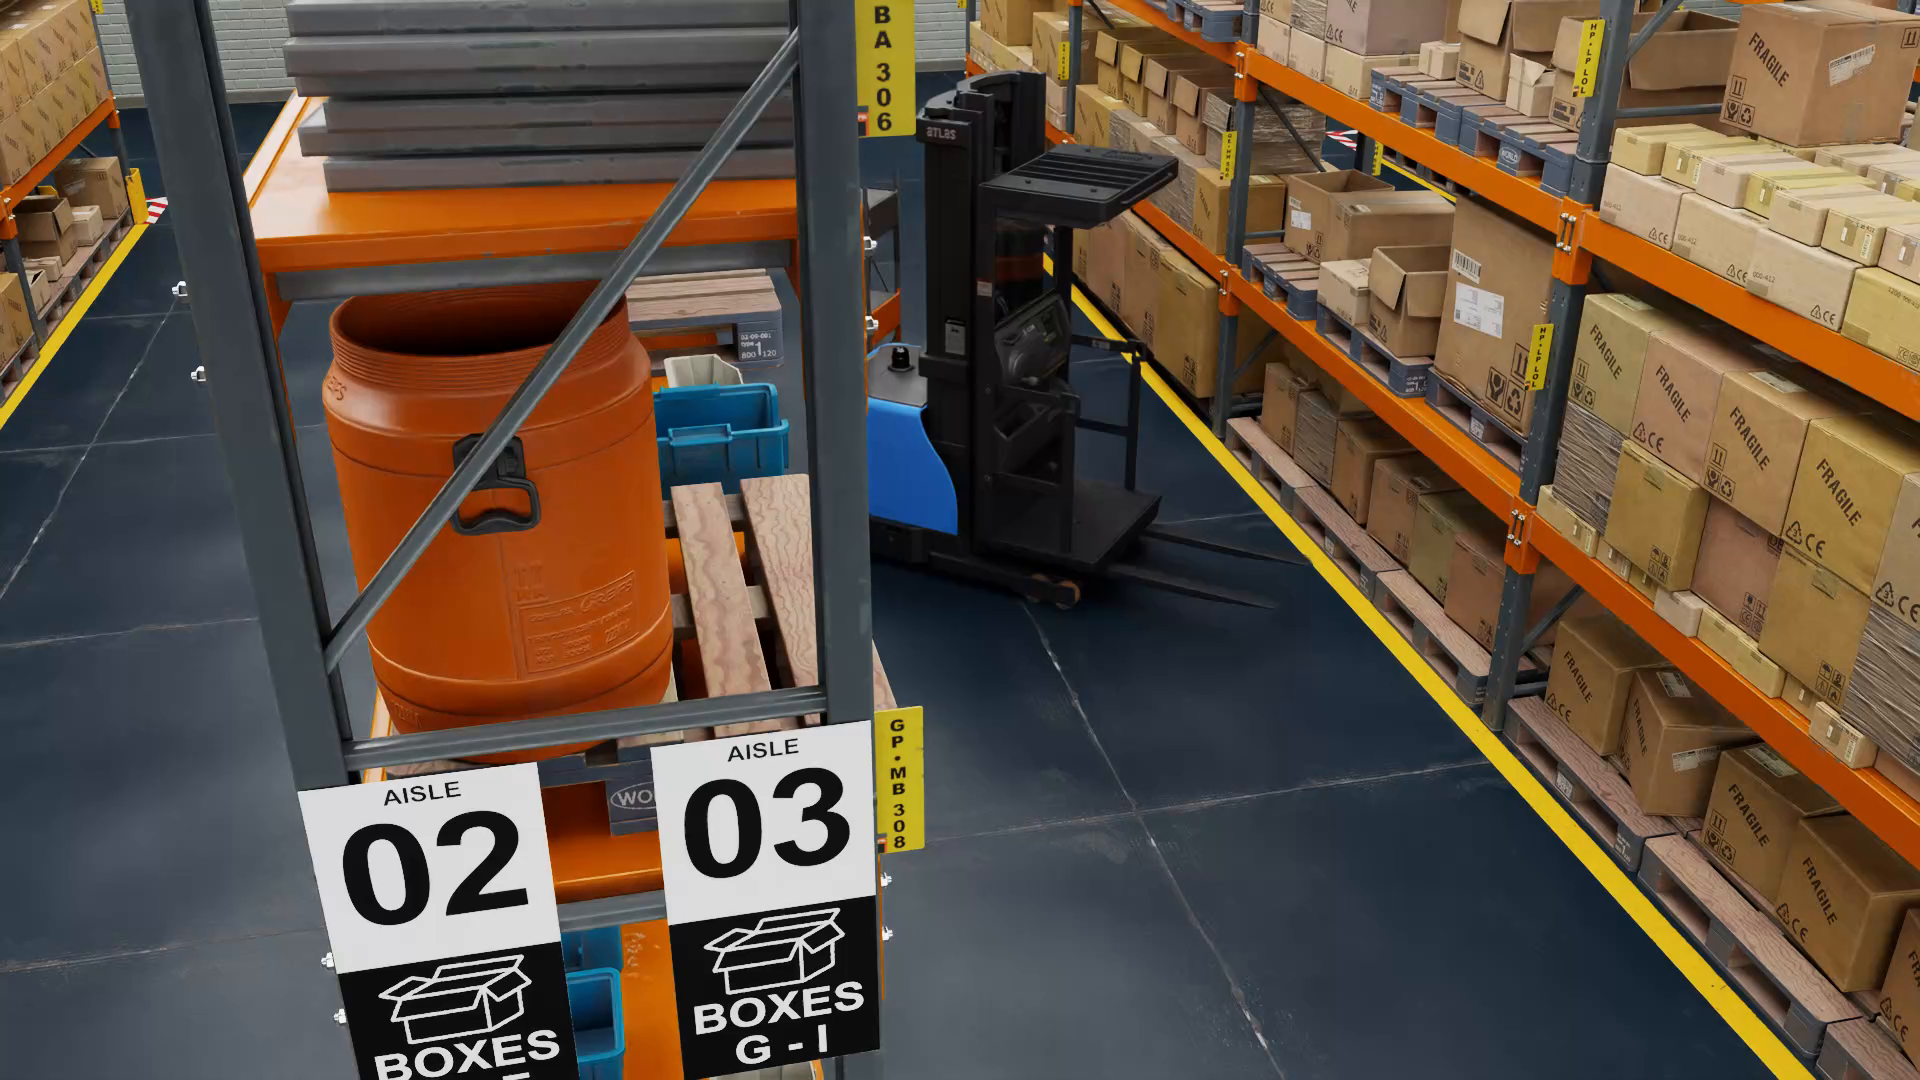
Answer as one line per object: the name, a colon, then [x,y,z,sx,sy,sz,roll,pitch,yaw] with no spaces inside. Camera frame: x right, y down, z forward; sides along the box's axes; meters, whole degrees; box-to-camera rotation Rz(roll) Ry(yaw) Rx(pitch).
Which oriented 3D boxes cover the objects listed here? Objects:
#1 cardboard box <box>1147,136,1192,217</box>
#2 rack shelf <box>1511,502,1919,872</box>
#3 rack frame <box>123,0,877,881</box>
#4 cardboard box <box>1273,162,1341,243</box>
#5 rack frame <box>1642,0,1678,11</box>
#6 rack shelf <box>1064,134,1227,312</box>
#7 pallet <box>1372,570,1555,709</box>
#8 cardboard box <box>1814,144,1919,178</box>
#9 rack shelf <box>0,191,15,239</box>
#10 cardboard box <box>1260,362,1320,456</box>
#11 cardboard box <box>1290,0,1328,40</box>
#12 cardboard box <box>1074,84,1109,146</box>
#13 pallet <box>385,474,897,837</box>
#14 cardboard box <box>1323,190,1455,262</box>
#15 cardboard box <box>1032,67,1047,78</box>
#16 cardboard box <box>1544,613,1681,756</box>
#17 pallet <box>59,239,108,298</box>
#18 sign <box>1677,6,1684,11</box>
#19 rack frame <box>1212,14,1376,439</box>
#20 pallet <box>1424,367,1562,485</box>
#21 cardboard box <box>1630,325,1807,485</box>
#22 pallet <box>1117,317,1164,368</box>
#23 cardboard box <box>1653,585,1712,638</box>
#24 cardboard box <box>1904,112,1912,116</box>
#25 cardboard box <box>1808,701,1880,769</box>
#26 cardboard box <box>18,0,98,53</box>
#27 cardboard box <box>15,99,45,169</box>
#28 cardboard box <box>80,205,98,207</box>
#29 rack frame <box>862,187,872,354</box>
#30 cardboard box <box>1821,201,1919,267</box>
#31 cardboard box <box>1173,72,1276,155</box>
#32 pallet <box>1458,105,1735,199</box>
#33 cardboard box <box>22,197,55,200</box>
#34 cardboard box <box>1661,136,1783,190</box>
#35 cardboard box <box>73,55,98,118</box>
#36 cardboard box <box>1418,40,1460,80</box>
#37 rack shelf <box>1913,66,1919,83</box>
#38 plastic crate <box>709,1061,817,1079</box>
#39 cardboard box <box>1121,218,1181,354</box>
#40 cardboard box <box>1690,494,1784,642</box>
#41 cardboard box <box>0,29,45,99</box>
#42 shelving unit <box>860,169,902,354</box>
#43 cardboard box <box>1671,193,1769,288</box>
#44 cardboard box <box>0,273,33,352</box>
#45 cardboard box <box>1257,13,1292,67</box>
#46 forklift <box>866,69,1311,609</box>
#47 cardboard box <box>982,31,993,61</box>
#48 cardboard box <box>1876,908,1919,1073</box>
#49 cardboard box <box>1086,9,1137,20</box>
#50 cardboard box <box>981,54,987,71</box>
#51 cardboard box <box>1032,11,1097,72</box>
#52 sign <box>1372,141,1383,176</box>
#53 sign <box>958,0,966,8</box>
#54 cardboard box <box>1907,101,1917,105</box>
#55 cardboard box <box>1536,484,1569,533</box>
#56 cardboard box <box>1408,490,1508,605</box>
cardboard box: [1.787,-2.840,12.937,0.500,0.500,0.500,-7,28,-13]
rack shelf: [3.719,0.798,6.638,1.077,0.370,4.000,-6,27,-12]
rack frame: [-0.656,-0.820,2.388,1.000,3.000,0.127,-6,27,-12]
cardboard box: [2.522,-2.443,12.150,0.500,0.500,0.500,-5,27,-10]
rack frame: [6.321,-4.372,16.084,1.000,3.000,0.127,-6,27,-12]
rack shelf: [1.916,-2.714,13.596,1.077,0.370,4.000,-6,27,-12]
pallet: [3.091,0.502,9.521,1.003,0.211,1.213,-6,27,-12]
cardboard box: [3.735,-1.510,6.808,0.380,0.149,0.250,-7,28,-14]
rack shelf: [-7.736,-1.710,11.607,1.077,0.370,4.000,-6,27,-12]
cardboard box: [2.537,-0.945,11.580,0.700,0.500,0.500,-7,28,-14]
cardboard box: [2.333,-3.308,9.981,0.500,0.500,0.500,-6,27,-11]
cardboard box: [1.326,-3.730,14.701,0.500,0.500,0.500,-6,27,-11]
pallet: [-0.747,0.230,3.846,1.003,0.211,1.213,-6,27,-12]
cardboard box: [2.751,-1.921,10.650,0.700,0.500,0.500,-2,27,-4]
cardboard box: [0.991,-4.373,15.921,0.500,0.250,0.500,-5,27,-10]
cardboard box: [3.320,0.707,8.328,0.500,0.500,0.500,-7,28,-13]
pallet: [-8.619,-2.502,15.473,1.003,0.211,1.213,-6,27,-12]
sign: [6.861,-4.947,15.938,0.100,0.325,0.005,-6,27,-12]
rack frame: [2.367,-2.157,11.695,1.000,3.000,0.127,-6,27,-12]
pallet: [3.238,-0.666,8.953,1.003,0.211,1.213,-6,27,-12]
cardboard box: [3.236,-0.582,7.024,0.500,0.500,0.500,-6,27,-12]
pallet: [1.991,-1.800,14.083,1.003,0.211,1.213,-6,27,-12]
cardboard box: [3.233,0.277,7.152,0.380,0.149,0.250,-6,27,-12]
cardboard box: [7.244,-3.298,13.107,0.380,0.149,0.250,-7,28,-13]
cardboard box: [3.464,0.715,6.283,0.380,0.149,0.250,-6,27,-12]
cardboard box: [-8.720,-4.988,16.083,0.500,0.500,0.500,-6,27,-12]
cardboard box: [-8.155,-3.429,14.104,0.500,0.500,0.500,-5,27,-11]
cardboard box: [-8.722,-3.196,16.409,0.380,0.166,0.250,-6,27,-12]
rack frame: [-0.772,-1.314,11.022,0.400,2.100,0.015,10,28,19]
cardboard box: [3.372,-1.108,6.012,0.380,0.149,0.250,-6,27,-13]
cardboard box: [2.074,-3.258,12.653,0.797,0.503,0.637,-5,27,-10]
pallet: [3.233,-1.938,8.140,1.213,0.211,1.003,-6,27,-12]
cardboard box: [-9.129,-3.147,16.219,0.500,0.250,0.500,-6,27,-12]
cardboard box: [3.168,-1.567,6.921,0.380,0.149,0.250,-7,28,-14]
cardboard box: [-8.602,-4.313,15.855,0.500,0.500,0.500,-6,27,-11]
cardboard box: [2.748,-2.636,9.108,0.380,0.166,0.250,-7,28,-13]
rack shelf: [10.670,-5.476,19.069,1.077,0.370,4.000,-6,27,-12]
plastic crate: [-0.544,1.550,4.643,0.298,0.136,0.250,-6,27,-12]
cardboard box: [2.038,-2.093,13.460,1.225,0.875,0.875,-6,27,-11]
cardboard box: [3.599,0.058,6.866,0.875,0.500,0.500,-6,27,-12]
cardboard box: [-8.251,-4.087,14.298,0.500,0.500,0.500,-7,28,-13]
shelving unit: [-0.682,-1.416,11.225,0.431,2.100,0.503,10,28,19]
cardboard box: [3.244,-1.218,6.671,0.500,0.250,0.500,-6,27,-12]
cardboard box: [-7.796,-1.802,13.277,0.500,0.500,0.500,-6,27,-12]
cardboard box: [2.225,-3.197,10.593,0.500,0.250,0.500,-5,27,-11]
forklift: [0.616,-1.169,9.814,3.031,2.935,1.130,13,30,24]
cardboard box: [0.533,-5.269,17.697,0.500,0.250,0.500,-6,27,-12]
cardboard box: [3.877,1.749,6.265,0.500,0.500,0.500,1,27,2]
cardboard box: [1.503,-4.767,15.869,0.500,0.500,0.500,-6,27,-12]
cardboard box: [0.440,-5.143,17.889,0.380,0.149,0.250,-7,28,-13]
cardboard box: [0.992,-4.709,15.754,0.500,0.500,0.500,-6,27,-11]
sign: [2.893,-2.698,11.569,0.100,0.325,0.005,-6,27,-12]
sign: [0.022,-6.037,18.333,0.100,0.325,0.005,-6,27,-12]
cardboard box: [10.680,-5.039,19.781,0.875,0.438,0.875,-5,27,-10]
cardboard box: [3.024,-0.164,8.025,0.380,0.149,0.250,-6,27,-12]
cardboard box: [3.062,0.035,9.637,0.700,0.500,0.500,-6,27,-12]
